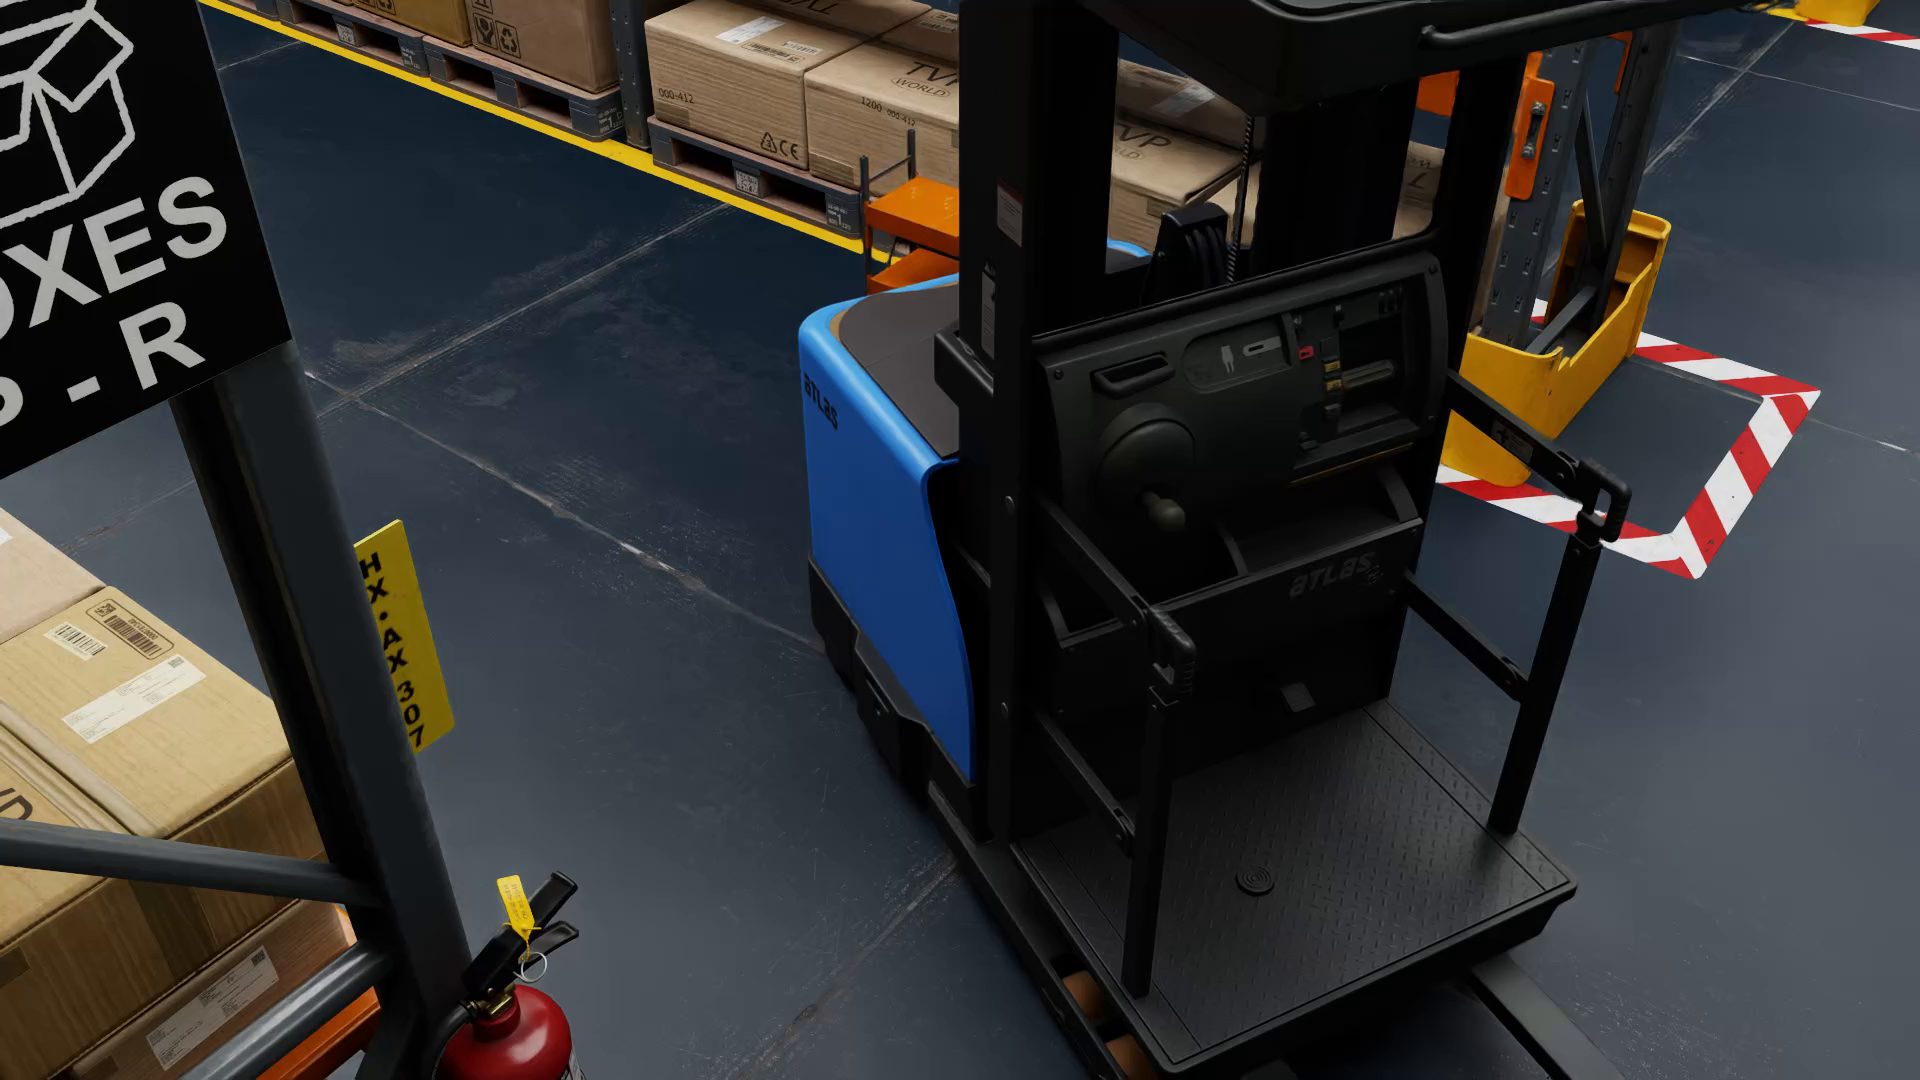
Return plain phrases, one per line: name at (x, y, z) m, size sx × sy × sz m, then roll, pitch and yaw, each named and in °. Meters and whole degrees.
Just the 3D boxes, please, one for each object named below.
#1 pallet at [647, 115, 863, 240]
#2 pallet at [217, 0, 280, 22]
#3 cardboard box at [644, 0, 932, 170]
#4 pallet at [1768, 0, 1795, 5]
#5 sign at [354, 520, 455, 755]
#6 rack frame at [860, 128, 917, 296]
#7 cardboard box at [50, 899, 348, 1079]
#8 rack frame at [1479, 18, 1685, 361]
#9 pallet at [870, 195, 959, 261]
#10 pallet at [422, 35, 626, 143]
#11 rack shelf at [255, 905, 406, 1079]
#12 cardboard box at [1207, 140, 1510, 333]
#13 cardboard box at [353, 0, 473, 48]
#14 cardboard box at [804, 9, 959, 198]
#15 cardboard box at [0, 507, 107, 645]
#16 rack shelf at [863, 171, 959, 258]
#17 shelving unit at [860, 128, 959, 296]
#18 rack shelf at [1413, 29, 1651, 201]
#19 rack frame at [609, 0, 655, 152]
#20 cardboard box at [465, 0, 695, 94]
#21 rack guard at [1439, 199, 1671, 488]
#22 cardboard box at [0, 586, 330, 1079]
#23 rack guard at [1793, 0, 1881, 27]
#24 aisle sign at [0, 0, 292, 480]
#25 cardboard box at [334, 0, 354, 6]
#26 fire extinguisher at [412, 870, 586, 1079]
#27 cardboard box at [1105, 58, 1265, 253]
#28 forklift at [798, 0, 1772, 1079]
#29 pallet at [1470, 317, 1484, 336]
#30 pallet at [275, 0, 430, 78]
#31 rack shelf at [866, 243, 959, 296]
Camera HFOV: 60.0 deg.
pallet at (-0.601, -1.774, 7.344) m, size 1.213 × 0.211 × 1.003 m, roll 25°, pitch 45°, yaw 29°
pallet at (-3.754, -3.263, 9.246) m, size 1.213 × 0.211 × 1.003 m, roll 25°, pitch 45°, yaw 29°
cardboard box at (-0.724, -2.064, 7.190) m, size 0.875 × 0.438 × 0.875 m, roll 25°, pitch 44°, yaw 28°
pallet at (4.263, -3.410, 9.435) m, size 1.213 × 0.211 × 1.003 m, roll 25°, pitch 45°, yaw 29°
sign at (-0.663, 0.129, 1.950) m, size 0.005 × 0.325 × 0.100 m, roll 25°, pitch 45°, yaw 29°
rack frame at (-0.206, -0.662, 5.123) m, size 0.015 × 1.200 × 0.240 m, roll 24°, pitch 44°, yaw 28°
cardboard box at (-1.087, 0.577, 2.284) m, size 0.250 × 0.149 × 0.380 m, roll 25°, pitch 44°, yaw 28°
rack frame at (2.020, -1.697, 4.984) m, size 0.127 × 3.000 × 1.000 m, roll 25°, pitch 45°, yaw 29°
pallet at (0.372, -1.317, 6.761) m, size 1.213 × 0.211 × 1.003 m, roll 25°, pitch 45°, yaw 29°
pallet at (-1.816, -2.349, 8.079) m, size 1.213 × 0.211 × 1.003 m, roll 25°, pitch 45°, yaw 29°
rack shelf at (-2.581, 0.269, 3.056) m, size 4.000 × 0.370 × 1.077 m, roll 25°, pitch 45°, yaw 29°
cardboard box at (1.435, -1.051, 5.897) m, size 0.875 × 0.438 × 0.875 m, roll 24°, pitch 44°, yaw 27°
cardboard box at (-2.421, -3.051, 8.097) m, size 0.875 × 0.875 × 0.875 m, roll 27°, pitch 45°, yaw 30°
cardboard box at (-0.013, -1.729, 6.762) m, size 0.875 × 0.438 × 0.875 m, roll 24°, pitch 44°, yaw 27°
cardboard box at (-1.590, 0.187, 2.459) m, size 0.500 × 0.250 × 0.500 m, roll 26°, pitch 45°, yaw 29°
rack shelf at (-0.009, -0.883, 4.767) m, size 0.480 × 0.148 × 0.258 m, roll 24°, pitch 44°, yaw 28°
shelving unit at (-0.009, -0.573, 5.009) m, size 0.503 × 1.200 × 0.258 m, roll 24°, pitch 44°, yaw 28°
rack shelf at (0.431, -2.162, 6.162) m, size 4.000 × 0.370 × 1.077 m, roll 25°, pitch 45°, yaw 29°
rack frame at (-1.157, -3.195, 6.897) m, size 0.127 × 3.000 × 1.000 m, roll 25°, pitch 45°, yaw 29°
cardboard box at (-1.699, -2.717, 7.669) m, size 0.875 × 0.875 × 0.875 m, roll 27°, pitch 45°, yaw 30°
rack guard at (2.039, -0.703, 5.743) m, size 0.348 × 0.500 × 1.175 m, roll 25°, pitch 45°, yaw 29°
cardboard box at (-1.190, 0.375, 2.218) m, size 0.500 × 0.250 × 0.500 m, roll 25°, pitch 45°, yaw 29°
rack guard at (4.886, -3.203, 8.935) m, size 0.348 × 0.500 × 1.175 m, roll 25°, pitch 45°, yaw 29°
aisle sign at (-0.760, -0.407, 1.227) m, size 0.004 × 0.787 × 0.394 m, roll 25°, pitch 45°, yaw 29°
cardboard box at (-3.131, -3.386, 8.525) m, size 0.875 × 0.875 × 0.875 m, roll 26°, pitch 45°, yaw 29°
fire extinguisher at (-0.595, 0.741, 2.235) m, size 0.183 × 0.674 × 0.296 m, roll 25°, pitch 45°, yaw 29°
cardboard box at (0.703, -1.390, 6.330) m, size 0.875 × 0.438 × 0.875 m, roll 27°, pitch 45°, yaw 30°
forklift at (0.684, -0.219, 3.152) m, size 1.130 × 2.935 × 3.031 m, roll -17°, pitch 41°, yaw -21°
pallet at (1.337, -0.860, 6.177) m, size 1.213 × 0.211 × 1.003 m, roll 25°, pitch 45°, yaw 29°
pallet at (-2.789, -2.806, 8.662) m, size 1.213 × 0.211 × 1.003 m, roll 25°, pitch 45°, yaw 29°
rack shelf at (-0.009, -0.697, 4.913) m, size 0.480 × 0.148 × 0.258 m, roll 24°, pitch 44°, yaw 28°
